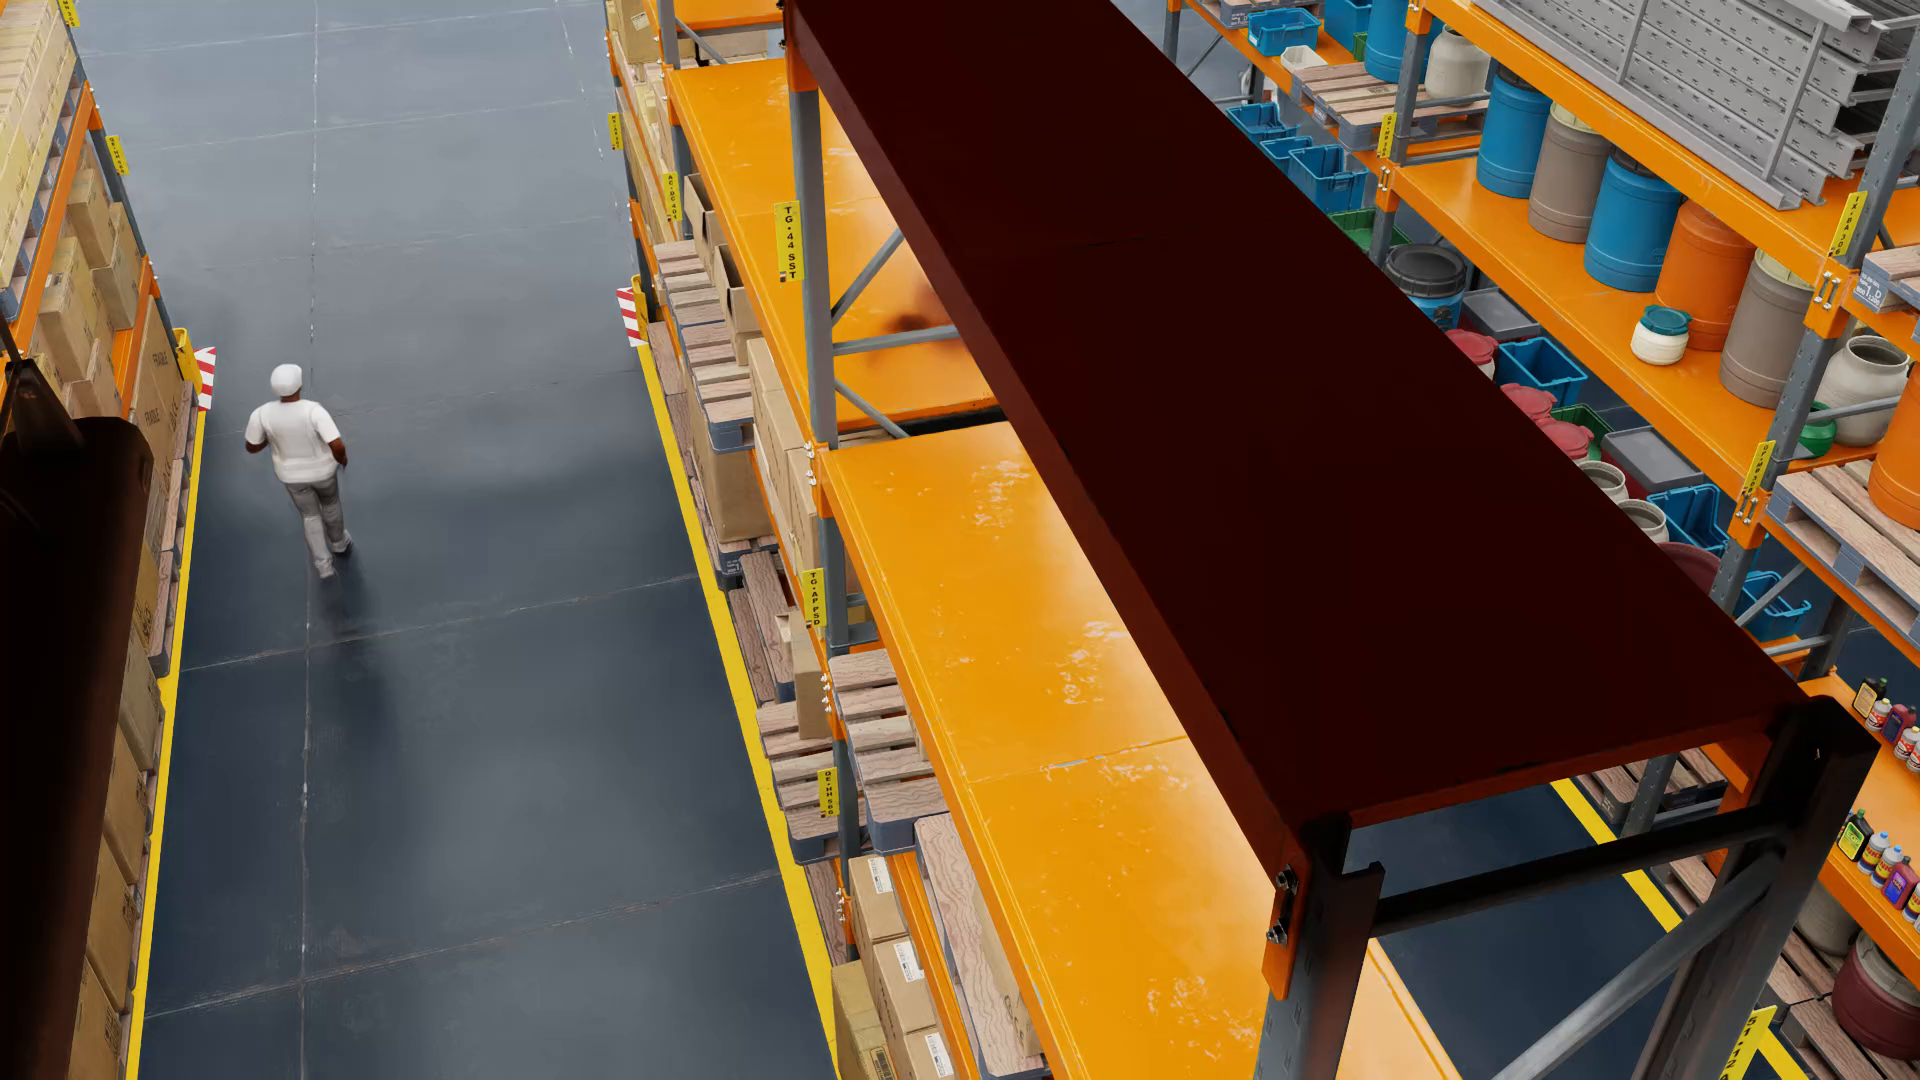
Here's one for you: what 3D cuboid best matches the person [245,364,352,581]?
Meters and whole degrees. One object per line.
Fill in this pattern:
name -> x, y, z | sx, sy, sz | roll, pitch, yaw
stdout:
person -> -4.719, -0.473, 12.007 | 0.685, 1.775, 0.900 | -8, 39, -10

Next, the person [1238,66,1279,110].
person -> 3.005, -4.263, 16.744 | 0.867, 1.815, 0.685 | 25, 45, 28
